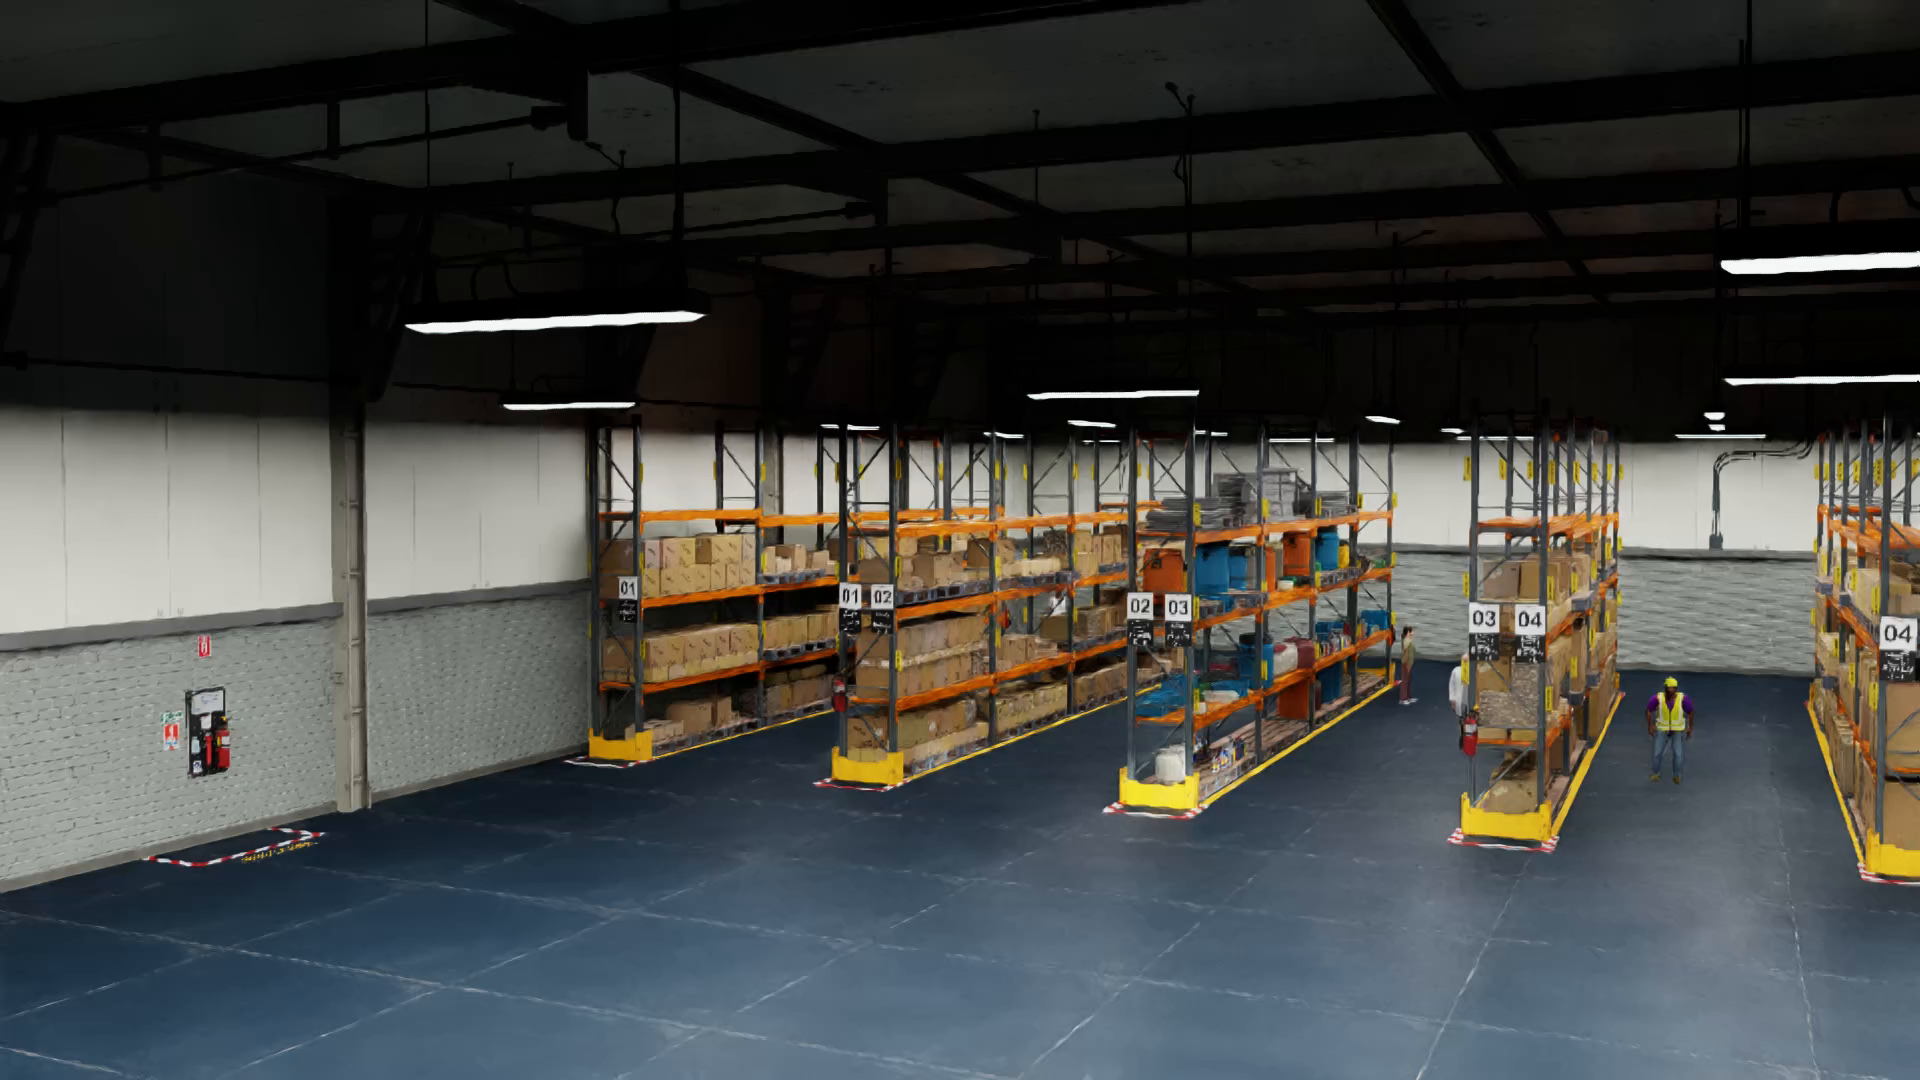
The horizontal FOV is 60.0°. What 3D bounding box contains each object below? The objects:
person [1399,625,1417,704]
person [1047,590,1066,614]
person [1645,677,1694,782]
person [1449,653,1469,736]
[{"bbox_3d":[9.664,2.681,35.839,0.386,1.663,0.565,1,2,15],"label":"person"},{"bbox_3d":[2.658,2.182,46.995,0.729,1.772,0.526,-1,2,-15],"label":"person"},{"bbox_3d":[11.418,3.051,26.770,0.719,1.714,0.578,1,3,23],"label":"person"},{"bbox_3d":[9.157,2.894,30.123,0.598,1.698,1.194,1,3,27],"label":"person"}]
